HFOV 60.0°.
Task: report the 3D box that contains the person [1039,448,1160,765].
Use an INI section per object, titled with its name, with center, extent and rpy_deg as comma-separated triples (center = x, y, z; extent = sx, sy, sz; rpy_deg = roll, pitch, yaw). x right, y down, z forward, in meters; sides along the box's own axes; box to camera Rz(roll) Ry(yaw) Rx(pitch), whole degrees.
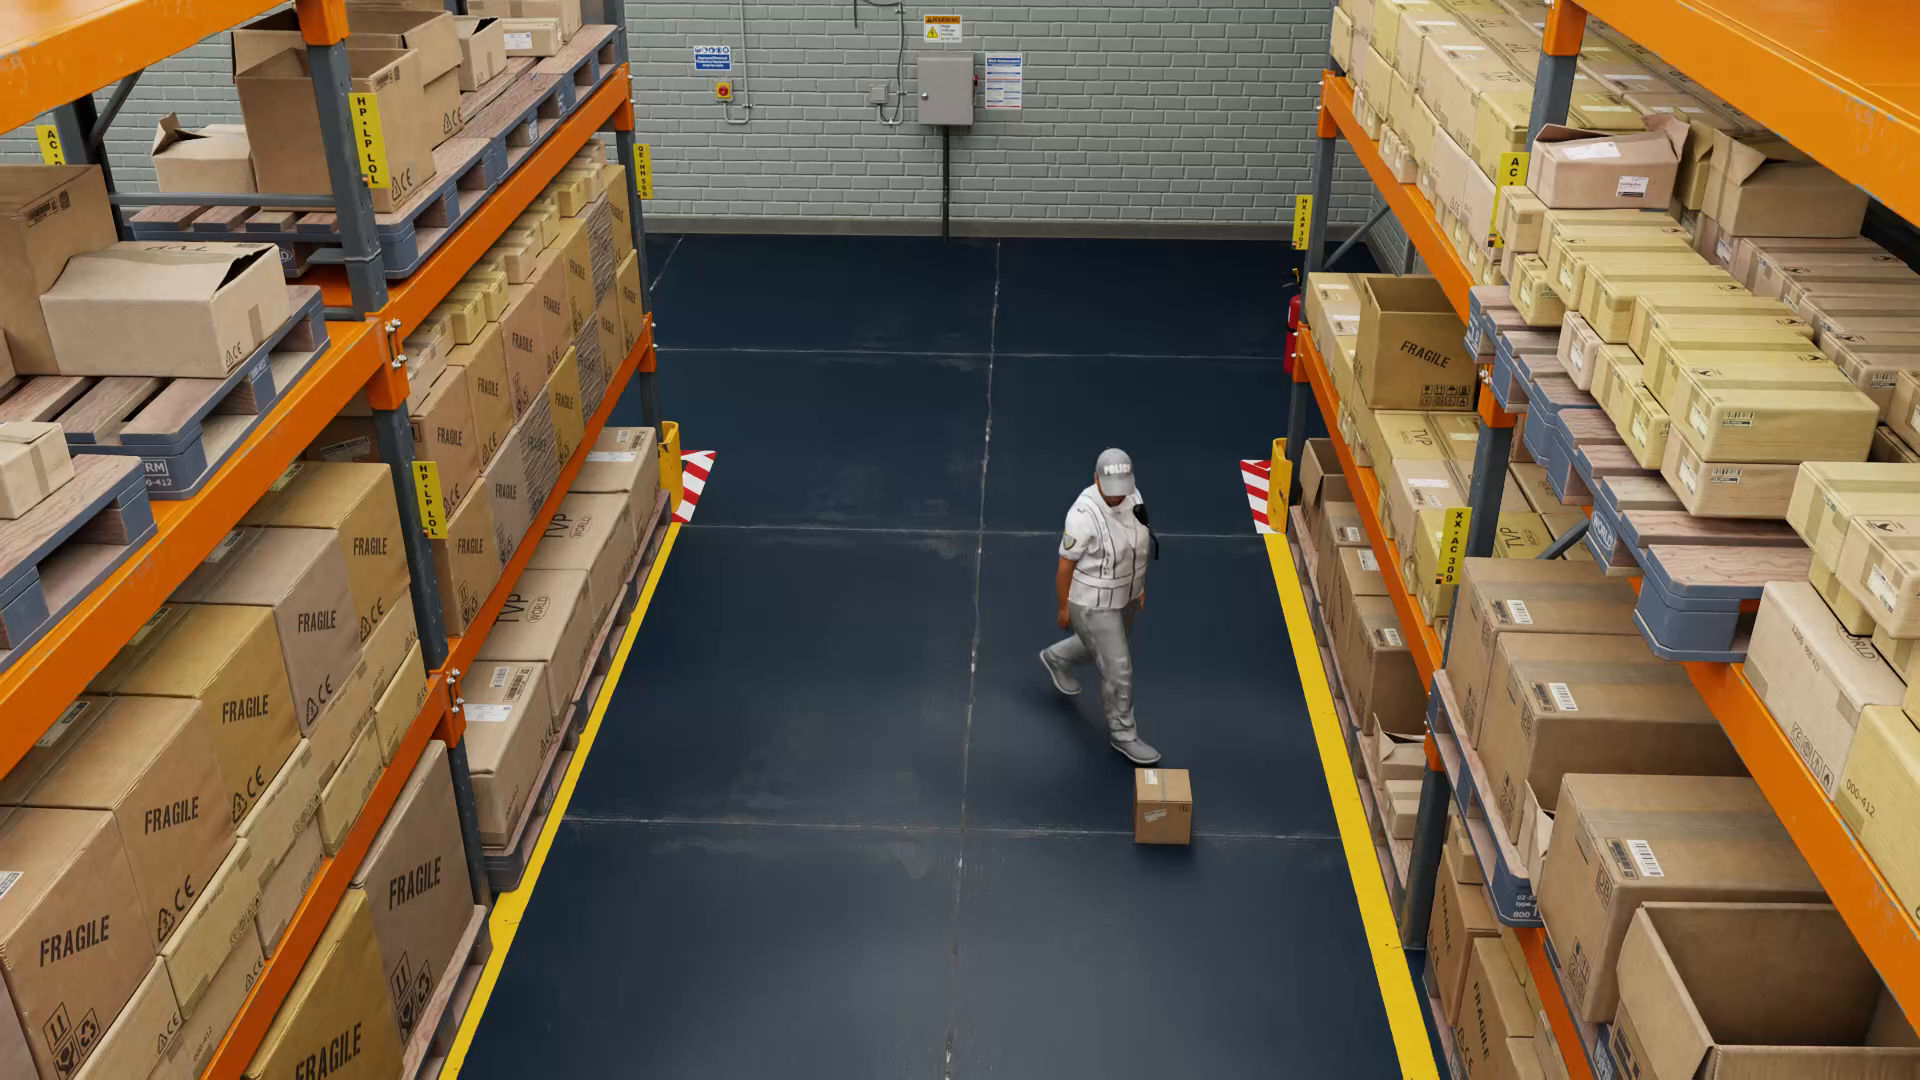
[person]
center = 0.671, 0.252, 8.152
extent = 0.906, 1.624, 0.488
rpy_deg = 23, 36, 36
